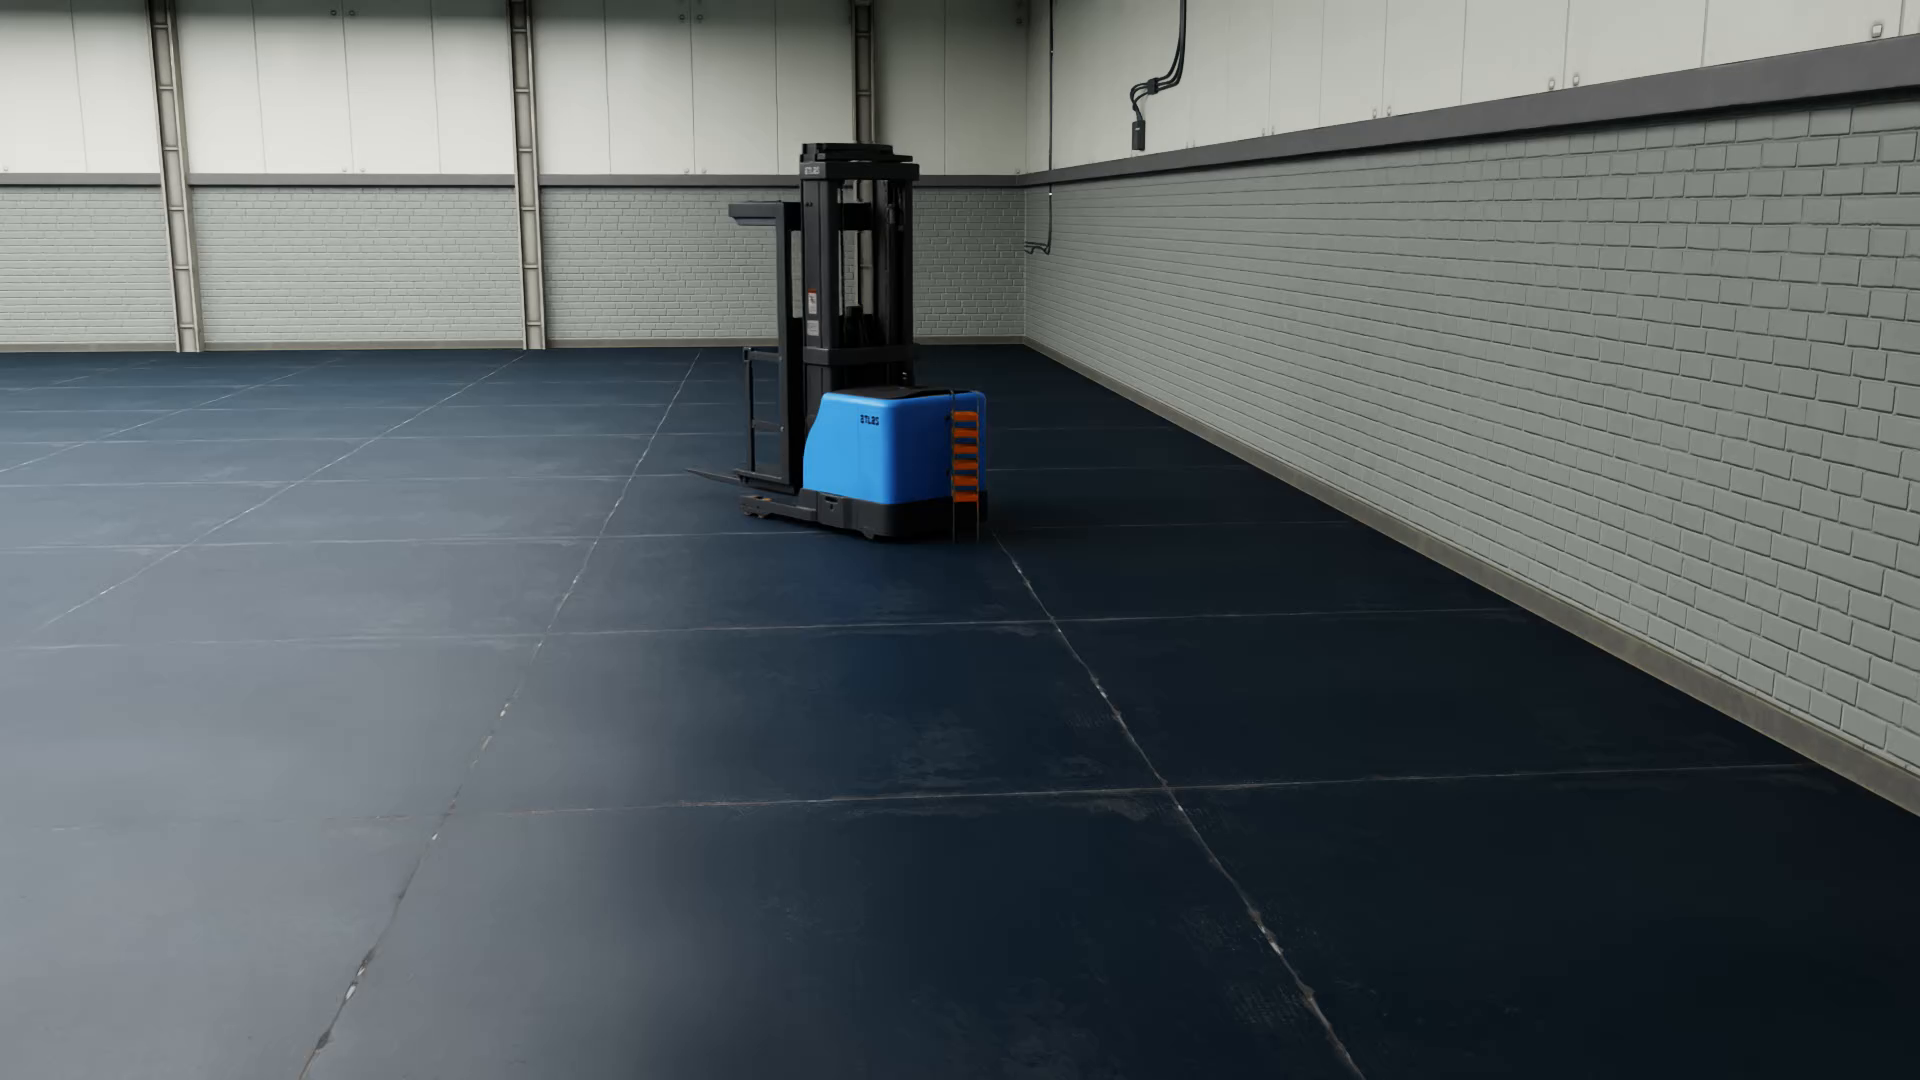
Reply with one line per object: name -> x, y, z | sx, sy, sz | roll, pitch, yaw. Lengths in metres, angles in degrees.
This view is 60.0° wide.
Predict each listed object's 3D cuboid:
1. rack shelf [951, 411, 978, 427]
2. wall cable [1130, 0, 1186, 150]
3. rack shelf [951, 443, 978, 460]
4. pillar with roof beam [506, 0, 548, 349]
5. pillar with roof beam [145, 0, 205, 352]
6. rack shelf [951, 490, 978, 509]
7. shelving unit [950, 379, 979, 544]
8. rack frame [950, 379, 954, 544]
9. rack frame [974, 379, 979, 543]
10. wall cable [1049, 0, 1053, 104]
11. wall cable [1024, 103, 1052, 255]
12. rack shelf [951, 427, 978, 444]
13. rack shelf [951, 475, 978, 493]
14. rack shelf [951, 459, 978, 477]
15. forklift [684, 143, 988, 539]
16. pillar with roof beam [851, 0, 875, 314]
rack shelf -> 0.032, -0.895, 12.323 | 0.180, 0.103, 0.258 | -1, 11, -6
wall cable -> 2.338, -7.673, 19.403 | 0.169, 6.003, 2.305 | -1, 11, -6
rack shelf -> 0.032, -0.660, 12.369 | 0.180, 0.103, 0.258 | -1, 11, -6
pillar with roof beam -> -7.243, -7.067, 25.136 | 0.548, 9.000, 9.100 | -1, 11, -6
pillar with roof beam -> -13.208, -6.942, 24.500 | 0.400, 9.000, 9.100 | -1, 11, -6
rack shelf -> 0.032, -0.306, 12.438 | 0.180, 0.103, 0.258 | -1, 11, -6
shelving unit -> 0.032, -0.585, 12.383 | 0.189, 1.200, 0.258 | -1, 11, -6
rack frame -> -0.059, -0.583, 12.374 | 0.006, 1.200, 0.240 | -1, 11, -6
rack frame -> 0.123, -0.587, 12.393 | 0.006, 1.200, 0.240 | -1, 11, -6
wall cable -> 1.620, -8.261, 26.167 | 0.112, 2.526, 3.097 | -1, 11, -6
wall cable -> 1.328, -6.302, 29.293 | 0.112, 2.526, 3.097 | -1, 11, -6
rack shelf -> 0.032, -0.777, 12.346 | 0.180, 0.103, 0.258 | -1, 11, -6
rack shelf -> 0.032, -0.424, 12.415 | 0.180, 0.103, 0.258 | -1, 11, -6
rack shelf -> 0.032, -0.542, 12.392 | 0.180, 0.103, 0.258 | -1, 11, -6
forklift -> -1.148, -1.668, 13.406 | 1.130, 2.935, 3.031 | -10, 15, -41
pillar with roof beam -> -1.278, -7.192, 25.772 | 0.548, 9.000, 9.100 | -1, 11, -6
